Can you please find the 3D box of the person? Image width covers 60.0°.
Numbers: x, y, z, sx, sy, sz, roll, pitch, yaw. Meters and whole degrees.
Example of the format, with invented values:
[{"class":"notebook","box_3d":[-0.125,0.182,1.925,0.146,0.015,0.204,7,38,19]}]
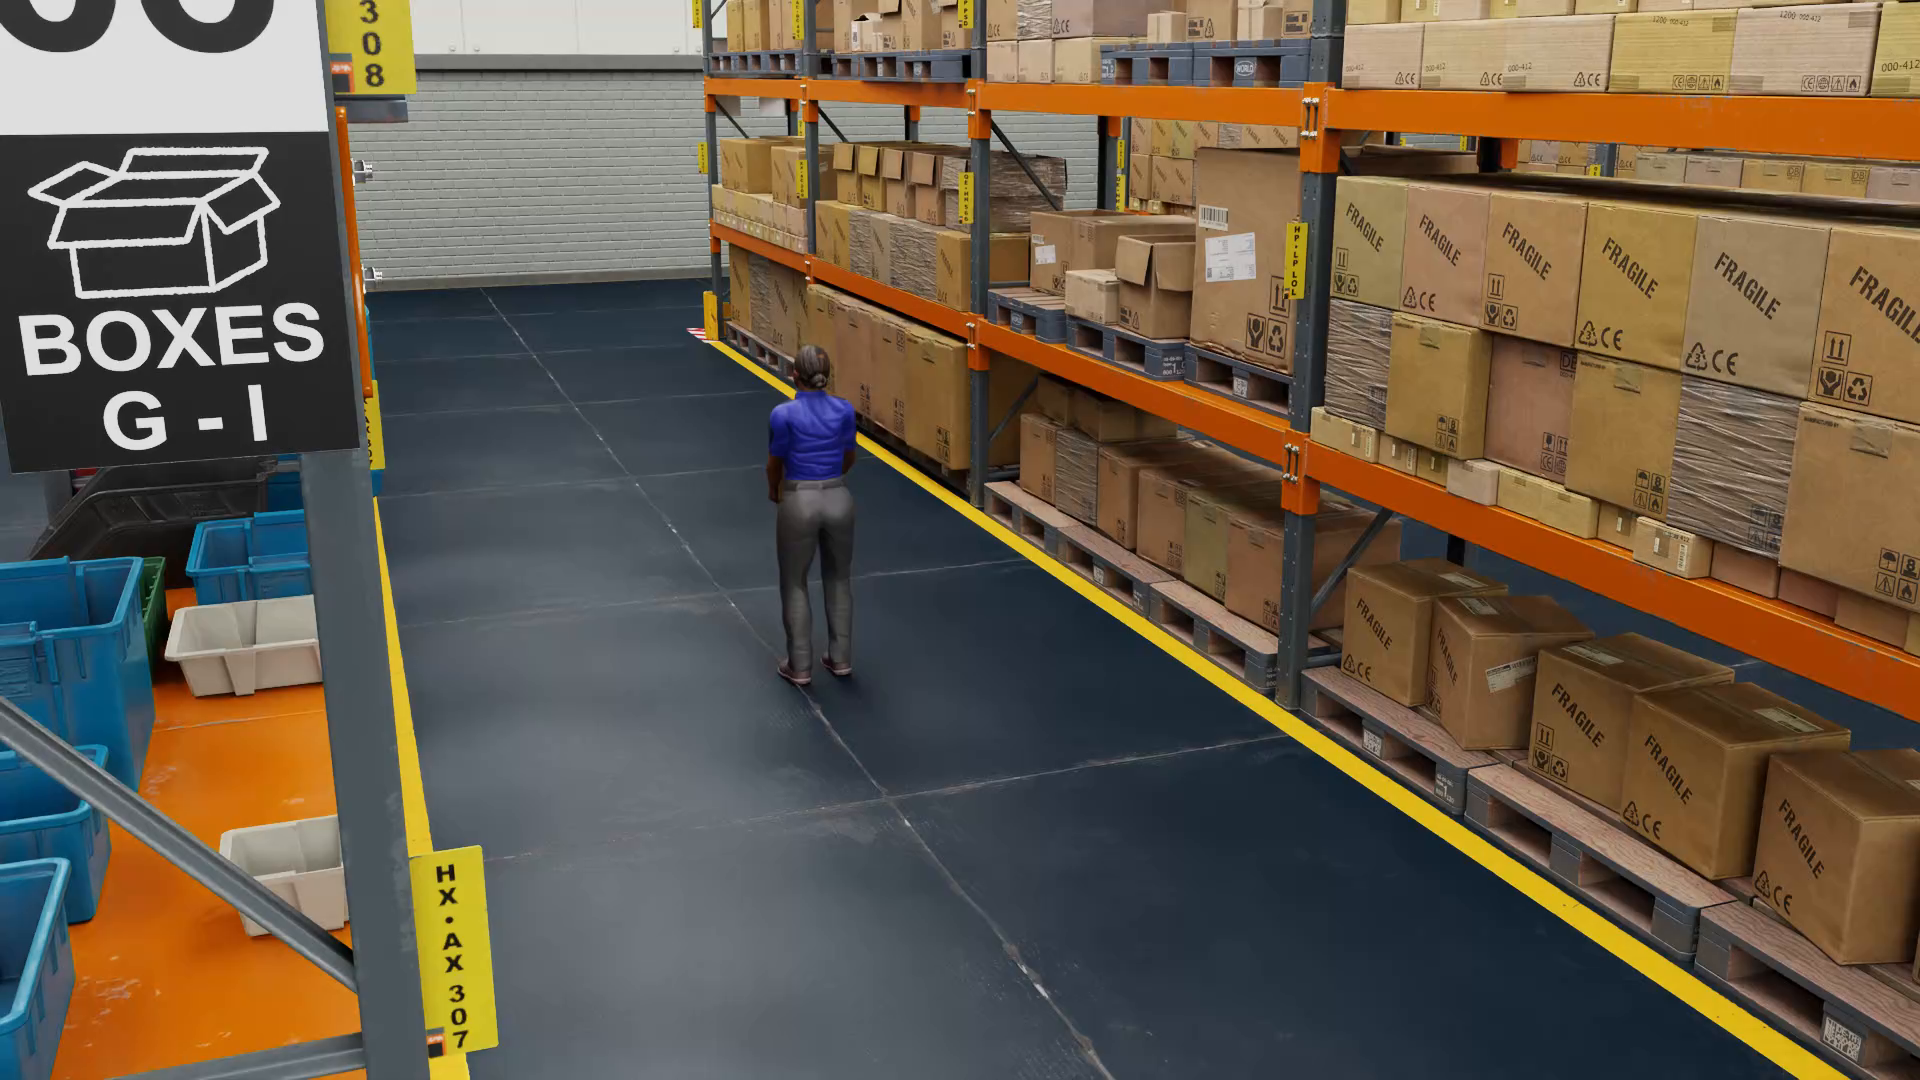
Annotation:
[{"class":"person","box_3d":[-0.724,-0.142,8.059,0.445,1.656,0.496,-6,17,-20]}]
